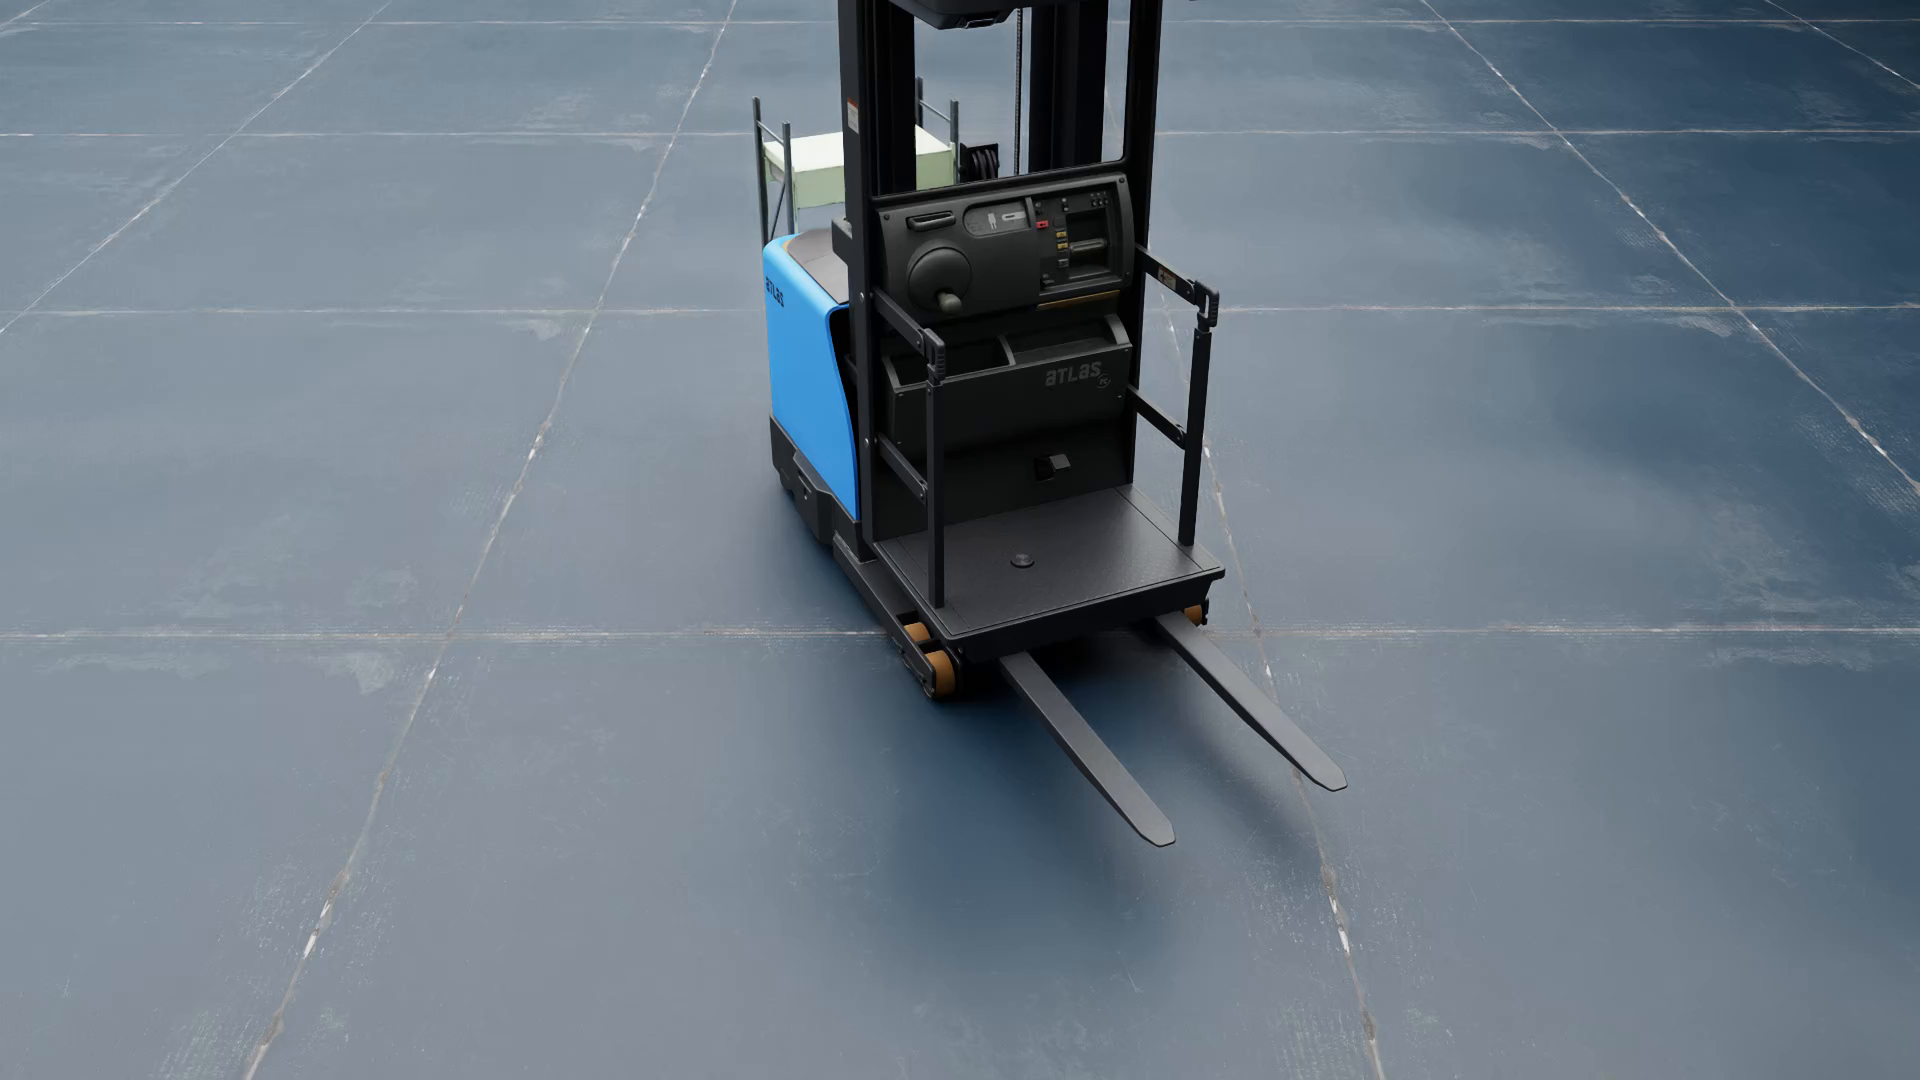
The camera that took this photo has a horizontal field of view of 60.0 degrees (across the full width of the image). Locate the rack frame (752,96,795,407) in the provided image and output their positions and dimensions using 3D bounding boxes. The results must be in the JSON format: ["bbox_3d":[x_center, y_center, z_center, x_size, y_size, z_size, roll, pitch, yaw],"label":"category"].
[{"bbox_3d":[-0.767,-1.100,7.118,0.023,1.500,0.400,-14,34,-21],"label":"rack frame"}]

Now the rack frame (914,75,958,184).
[{"bbox_3d":[-0.103,-1.260,7.381,0.023,1.500,0.400,-14,34,-21],"label":"rack frame"}]

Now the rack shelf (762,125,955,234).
[{"bbox_3d":[-0.435,-1.514,7.047,0.720,0.370,0.431,-14,34,-21],"label":"rack shelf"}]

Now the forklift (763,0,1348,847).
[{"bbox_3d":[0.260,-0.955,5.499,1.130,2.935,3.031,-13,34,-21],"label":"forklift"}]

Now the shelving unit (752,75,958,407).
[{"bbox_3d":[-0.435,-1.180,7.249,0.755,1.500,0.431,-14,34,-21],"label":"shelving unit"}]
